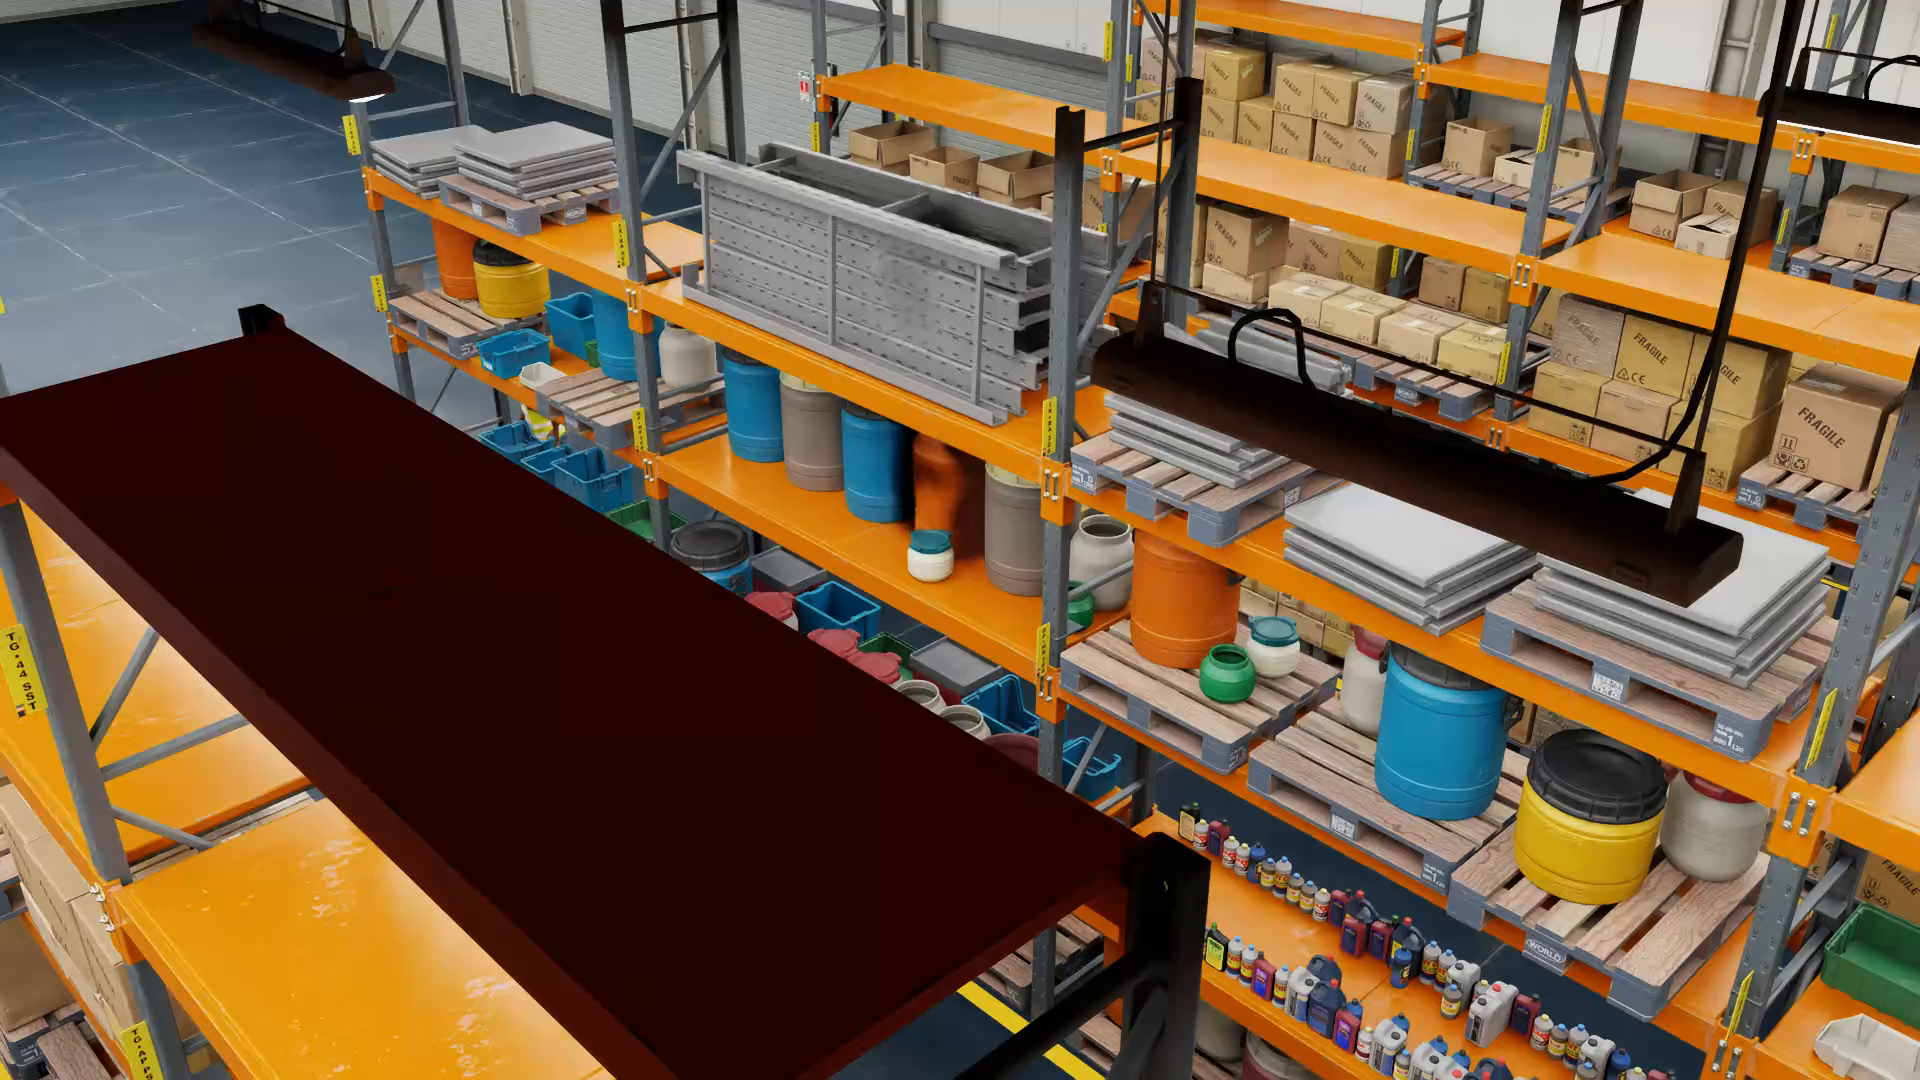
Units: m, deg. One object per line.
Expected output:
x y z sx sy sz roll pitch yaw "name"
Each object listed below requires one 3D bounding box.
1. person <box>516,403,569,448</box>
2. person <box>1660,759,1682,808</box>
-4.169 -1.075 17.071 0.794 1.745 0.693 3 28 6 "person"
4.627 2.056 11.144 0.713 1.792 0.670 20 34 32 "person"
